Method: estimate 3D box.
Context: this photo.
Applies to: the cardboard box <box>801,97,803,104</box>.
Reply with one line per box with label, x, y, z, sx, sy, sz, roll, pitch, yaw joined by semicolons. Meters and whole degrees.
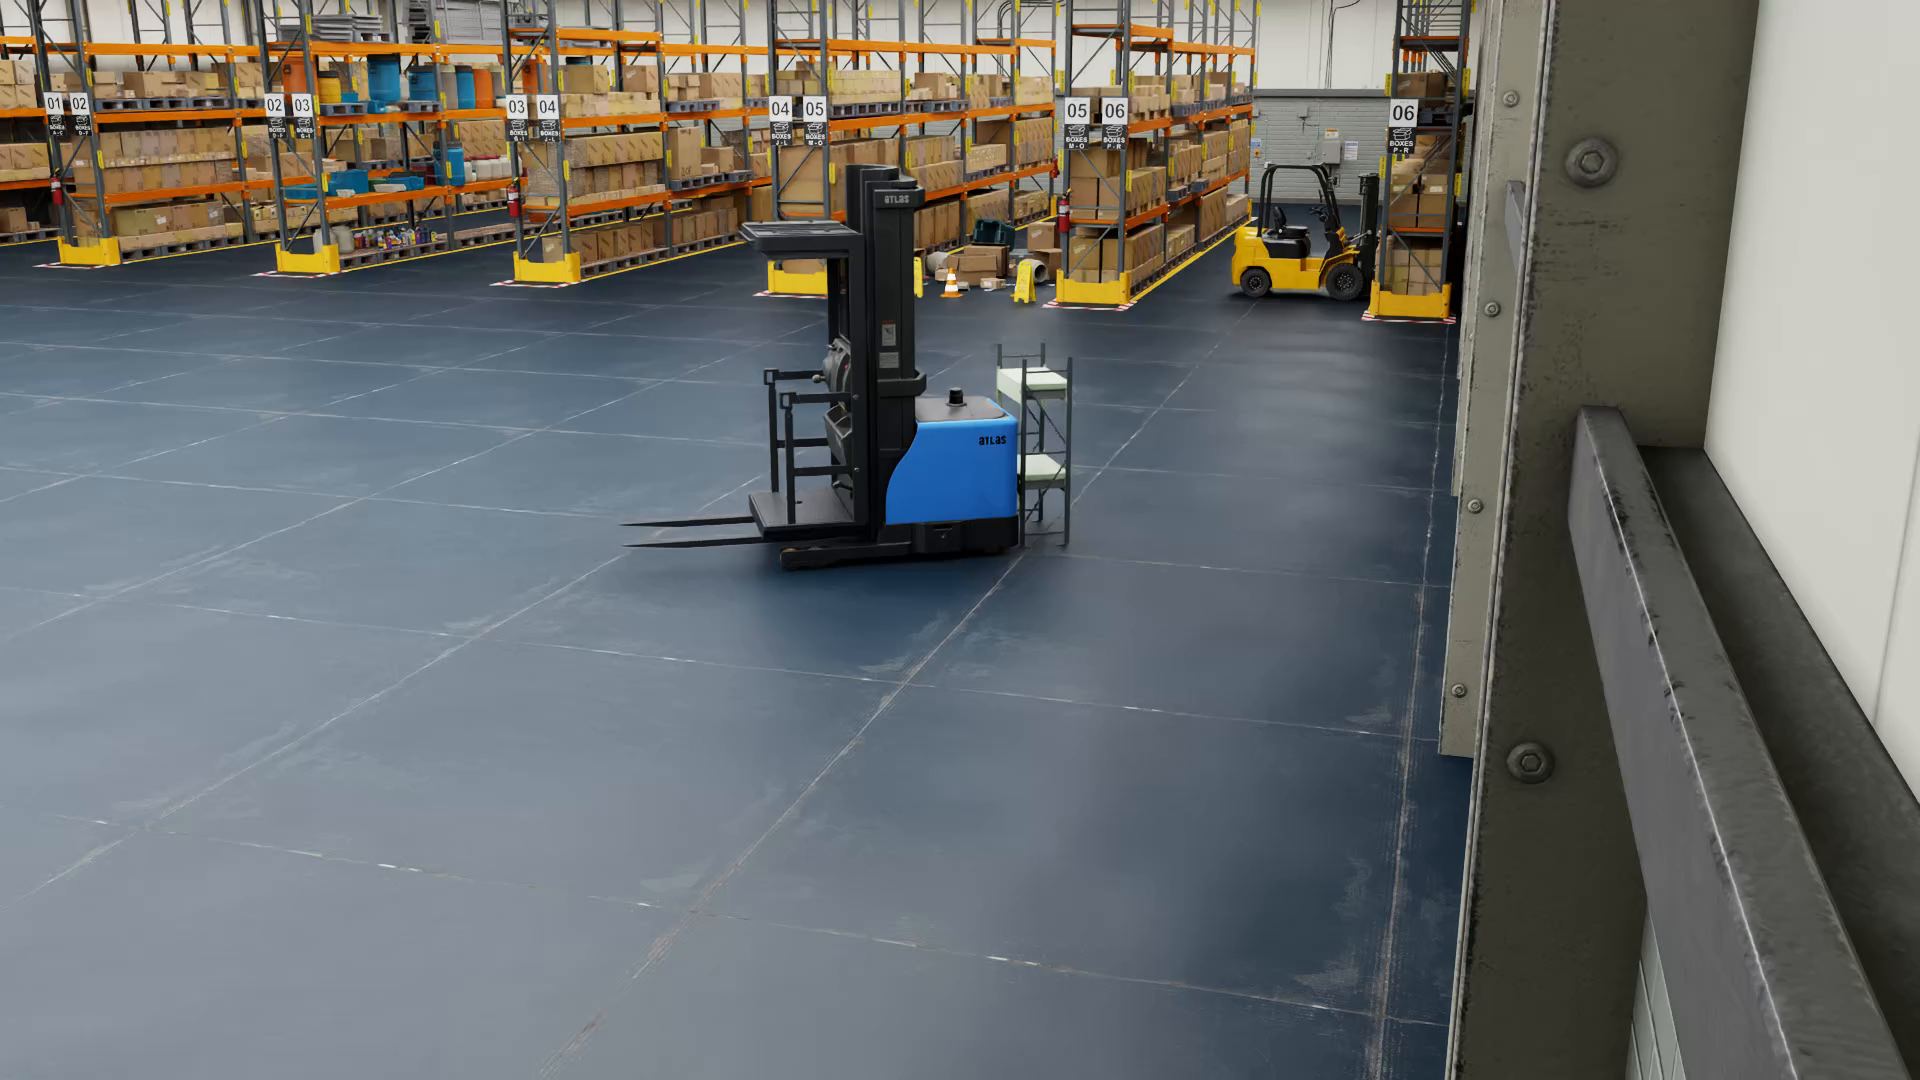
cardboard box;-2.798;-7.393;27.908;0.380;0.149;0.250;5;17;16

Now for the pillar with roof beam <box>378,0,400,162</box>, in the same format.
pillar with roof beam;-13.002;-14.717;48.724;9.100;9.000;0.400;5;16;16

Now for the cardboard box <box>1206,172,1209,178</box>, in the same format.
cardboard box;4.917;-7.549;34.723;0.500;0.250;0.500;4;16;14

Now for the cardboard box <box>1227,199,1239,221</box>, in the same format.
cardboard box;6.080;-7.783;39.199;0.875;0.438;0.875;4;16;14

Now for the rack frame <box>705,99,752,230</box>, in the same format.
rack frame;-5.094;-8.146;36.551;1.000;3.000;0.127;5;16;16

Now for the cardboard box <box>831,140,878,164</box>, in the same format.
cardboard box;-1.971;-6.903;29.914;0.875;0.550;0.550;5;16;16

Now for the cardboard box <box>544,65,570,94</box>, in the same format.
cardboard box;-7.169;-8.353;30.139;0.500;0.500;0.500;5;16;16

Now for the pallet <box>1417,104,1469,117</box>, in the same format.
pallet;8.746;-7.868;30.422;1.003;0.211;1.213;5;17;18

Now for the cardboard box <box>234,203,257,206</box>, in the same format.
cardboard box;-15.745;-7.282;36.748;0.500;0.311;0.500;5;17;17

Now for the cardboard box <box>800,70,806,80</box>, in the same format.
cardboard box;-2.798;-7.777;27.801;0.380;0.149;0.250;5;17;16

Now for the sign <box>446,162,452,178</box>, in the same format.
sign;-10.455;-7.571;34.017;0.100;0.325;0.005;5;16;16

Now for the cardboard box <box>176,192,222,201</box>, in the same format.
cardboard box;-19.006;-8.648;41.492;0.750;0.750;0.750;4;16;15

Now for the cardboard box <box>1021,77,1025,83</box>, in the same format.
cardboard box;1.329;-10.845;39.198;0.380;0.149;0.250;4;16;14

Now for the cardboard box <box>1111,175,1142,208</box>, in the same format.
cardboard box;2.679;-5.714;27.248;0.500;0.500;0.500;5;17;18

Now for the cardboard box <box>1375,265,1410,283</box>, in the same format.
cardboard box;6.733;-4.172;25.893;0.500;0.250;0.500;4;16;15

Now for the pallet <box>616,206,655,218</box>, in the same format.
pallet;-8.534;-8.430;42.664;1.003;0.211;1.213;5;16;16

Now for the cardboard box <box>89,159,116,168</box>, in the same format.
cardboard box;-16.546;-7.268;32.085;0.380;0.149;0.250;5;16;15

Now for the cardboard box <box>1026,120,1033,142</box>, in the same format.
cardboard box;1.437;-9.819;39.889;0.500;0.500;0.500;5;17;17

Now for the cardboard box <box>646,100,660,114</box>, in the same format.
cardboard box;-6.110;-8.331;31.981;0.500;0.250;0.500;5;17;18

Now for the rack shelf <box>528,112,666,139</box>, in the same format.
rack shelf;-6.799;-7.673;30.706;1.077;0.370;4.000;5;16;16

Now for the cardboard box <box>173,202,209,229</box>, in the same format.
cardboard box;-15.941;-6.709;34.381;0.500;0.500;0.500;5;16;16

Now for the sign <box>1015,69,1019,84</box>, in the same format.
sign;1.303;-10.620;38.109;0.100;0.325;0.005;5;16;16

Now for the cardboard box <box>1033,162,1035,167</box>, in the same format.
cardboard box;1.634;-9.269;40.973;0.380;0.149;0.250;4;16;14

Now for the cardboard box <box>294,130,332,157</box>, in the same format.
cardboard box;-17.822;-10.820;45.430;0.980;0.700;0.700;4;16;14

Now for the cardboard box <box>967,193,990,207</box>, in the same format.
cardboard box;0.358;-7.518;36.774;0.500;0.250;0.500;5;17;16

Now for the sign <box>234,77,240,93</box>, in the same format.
sign;-15.195;-9.556;34.933;0.100;0.325;0.005;5;16;16

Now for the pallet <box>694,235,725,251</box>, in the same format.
pallet;-5.666;-6.282;35.090;1.003;0.211;1.213;5;16;16

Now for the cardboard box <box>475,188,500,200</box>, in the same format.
cardboard box;-12.925;-9.464;44.968;0.797;0.503;0.637;5;16;16

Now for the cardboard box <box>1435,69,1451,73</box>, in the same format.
cardboard box;10.283;-9.869;35.334;0.396;0.266;0.258;4;16;15

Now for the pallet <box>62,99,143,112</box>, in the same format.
pallet;-16.638;-8.406;32.132;1.003;0.211;1.213;5;16;16

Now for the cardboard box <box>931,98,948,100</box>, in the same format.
cardboard box;-0.448;-9.395;35.275;0.500;0.500;0.500;5;16;16

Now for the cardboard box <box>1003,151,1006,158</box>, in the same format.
cardboard box;0.846;-8.886;38.307;0.380;0.149;0.250;5;17;18

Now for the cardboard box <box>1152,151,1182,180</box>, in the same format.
cardboard box;3.821;-6.956;30.857;0.500;0.500;0.500;5;16;16

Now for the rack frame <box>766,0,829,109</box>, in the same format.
rack frame;-2.640;-8.528;26.904;1.000;3.000;0.127;5;16;16

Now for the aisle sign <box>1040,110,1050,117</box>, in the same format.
aisle sign;2.215;-11.074;42.112;0.394;0.787;0.004;5;16;16

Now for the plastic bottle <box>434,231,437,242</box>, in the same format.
plastic bottle;-10.783;-6.230;34.118;0.097;0.201;0.097;0;16;0

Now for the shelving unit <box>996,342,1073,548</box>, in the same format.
shelving unit;0.582;-0.770;13.295;0.431;1.500;0.755;-4;16;-13

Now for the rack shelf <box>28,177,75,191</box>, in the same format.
rack shelf;-19.909;-8.429;38.867;1.077;0.370;4.000;5;16;16

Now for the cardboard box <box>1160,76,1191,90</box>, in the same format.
cardboard box;3.953;-8.397;30.530;0.500;0.250;0.500;4;16;15

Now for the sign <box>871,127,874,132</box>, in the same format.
sign;-2.304;-10.864;43.579;0.100;0.325;0.005;5;16;16

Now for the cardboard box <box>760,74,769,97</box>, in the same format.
cardboard box;-4.534;-10.377;37.961;0.797;0.503;0.637;4;16;15

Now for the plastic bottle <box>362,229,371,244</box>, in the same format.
plastic bottle;-11.834;-6.032;33.148;0.144;0.351;0.185;5;17;18

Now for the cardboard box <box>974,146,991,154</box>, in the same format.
cardboard box;0.472;-8.688;37.062;0.380;0.149;0.250;4;16;13

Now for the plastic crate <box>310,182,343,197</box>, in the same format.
plastic crate;-12.070;-6.689;31.687;0.499;0.251;0.408;5;16;16

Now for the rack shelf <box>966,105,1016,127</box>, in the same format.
rack shelf;0.202;-9.355;36.636;1.077;0.370;4.000;5;16;16

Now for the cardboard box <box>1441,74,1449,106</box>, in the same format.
cardboard box;7.376;-7.188;26.536;0.797;0.503;0.637;5;17;18

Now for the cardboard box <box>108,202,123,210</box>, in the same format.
cardboard box;-20.002;-7.724;38.839;0.700;0.500;0.500;5;17;17

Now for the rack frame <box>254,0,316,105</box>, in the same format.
rack frame;-12.116;-9.323;29.708;1.000;3.000;0.127;5;16;16

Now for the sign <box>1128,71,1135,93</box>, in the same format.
sign;2.655;-7.106;25.786;0.100;0.325;0.005;5;16;16

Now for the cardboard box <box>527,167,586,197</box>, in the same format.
cardboard box;-7.184;-6.386;29.618;0.875;0.500;0.500;5;16;16

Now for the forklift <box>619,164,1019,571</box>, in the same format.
forklift;-1.117;-1.338;12.677;3.031;2.935;1.130;-4;16;-13

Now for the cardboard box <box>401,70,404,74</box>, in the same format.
cardboard box;-14.044;-11.228;40.783;0.600;0.600;0.600;4;16;14

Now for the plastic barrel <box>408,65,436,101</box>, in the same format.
plastic barrel;-11.043;-9.317;34.267;0.600;0.901;0.708;5;16;16

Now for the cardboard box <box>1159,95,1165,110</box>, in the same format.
cardboard box;3.261;-7.576;28.776;0.500;0.250;0.500;4;16;15
